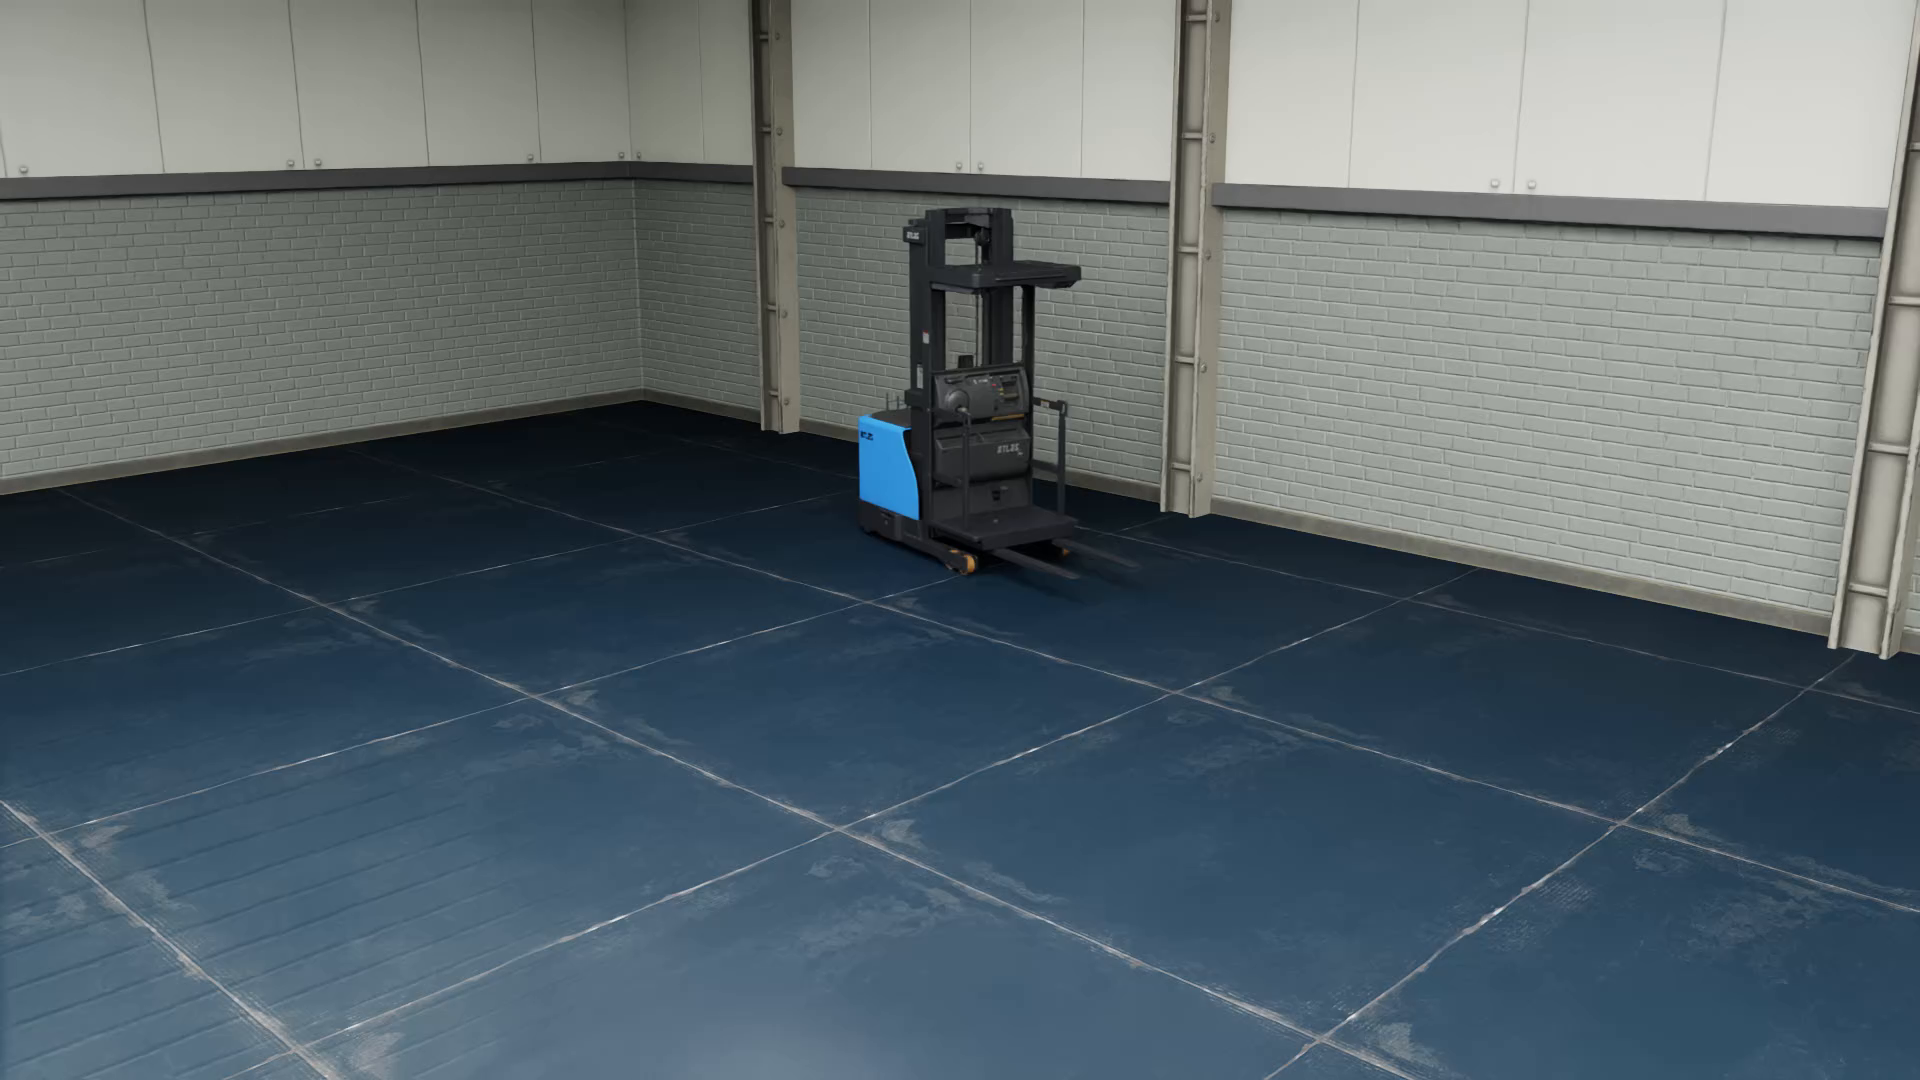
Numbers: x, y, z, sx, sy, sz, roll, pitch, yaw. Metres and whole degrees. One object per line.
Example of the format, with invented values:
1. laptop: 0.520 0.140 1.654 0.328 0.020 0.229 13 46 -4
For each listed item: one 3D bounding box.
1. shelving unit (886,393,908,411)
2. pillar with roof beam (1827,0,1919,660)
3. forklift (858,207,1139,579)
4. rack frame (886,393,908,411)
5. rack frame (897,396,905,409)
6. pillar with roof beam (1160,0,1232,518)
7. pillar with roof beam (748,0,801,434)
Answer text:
1. shelving unit: -0.531 -0.777 15.535 0.258 1.200 0.189 -10 17 -33
2. pillar with roof beam: 3.500 -2.793 7.804 0.400 9.000 9.100 14 20 42
3. forklift: 0.308 -1.266 13.979 1.130 2.935 3.031 -10 17 -33
4. rack frame: -0.583 -0.796 15.608 0.240 1.200 0.006 -10 17 -33
5. rack frame: -0.480 -0.758 15.461 0.240 1.200 0.006 -10 17 -33
6. pillar with roof beam: -0.819 -3.843 11.834 0.400 9.000 9.100 14 20 42
7. pillar with roof beam: -5.139 -4.893 15.864 0.400 9.000 9.100 14 20 42
